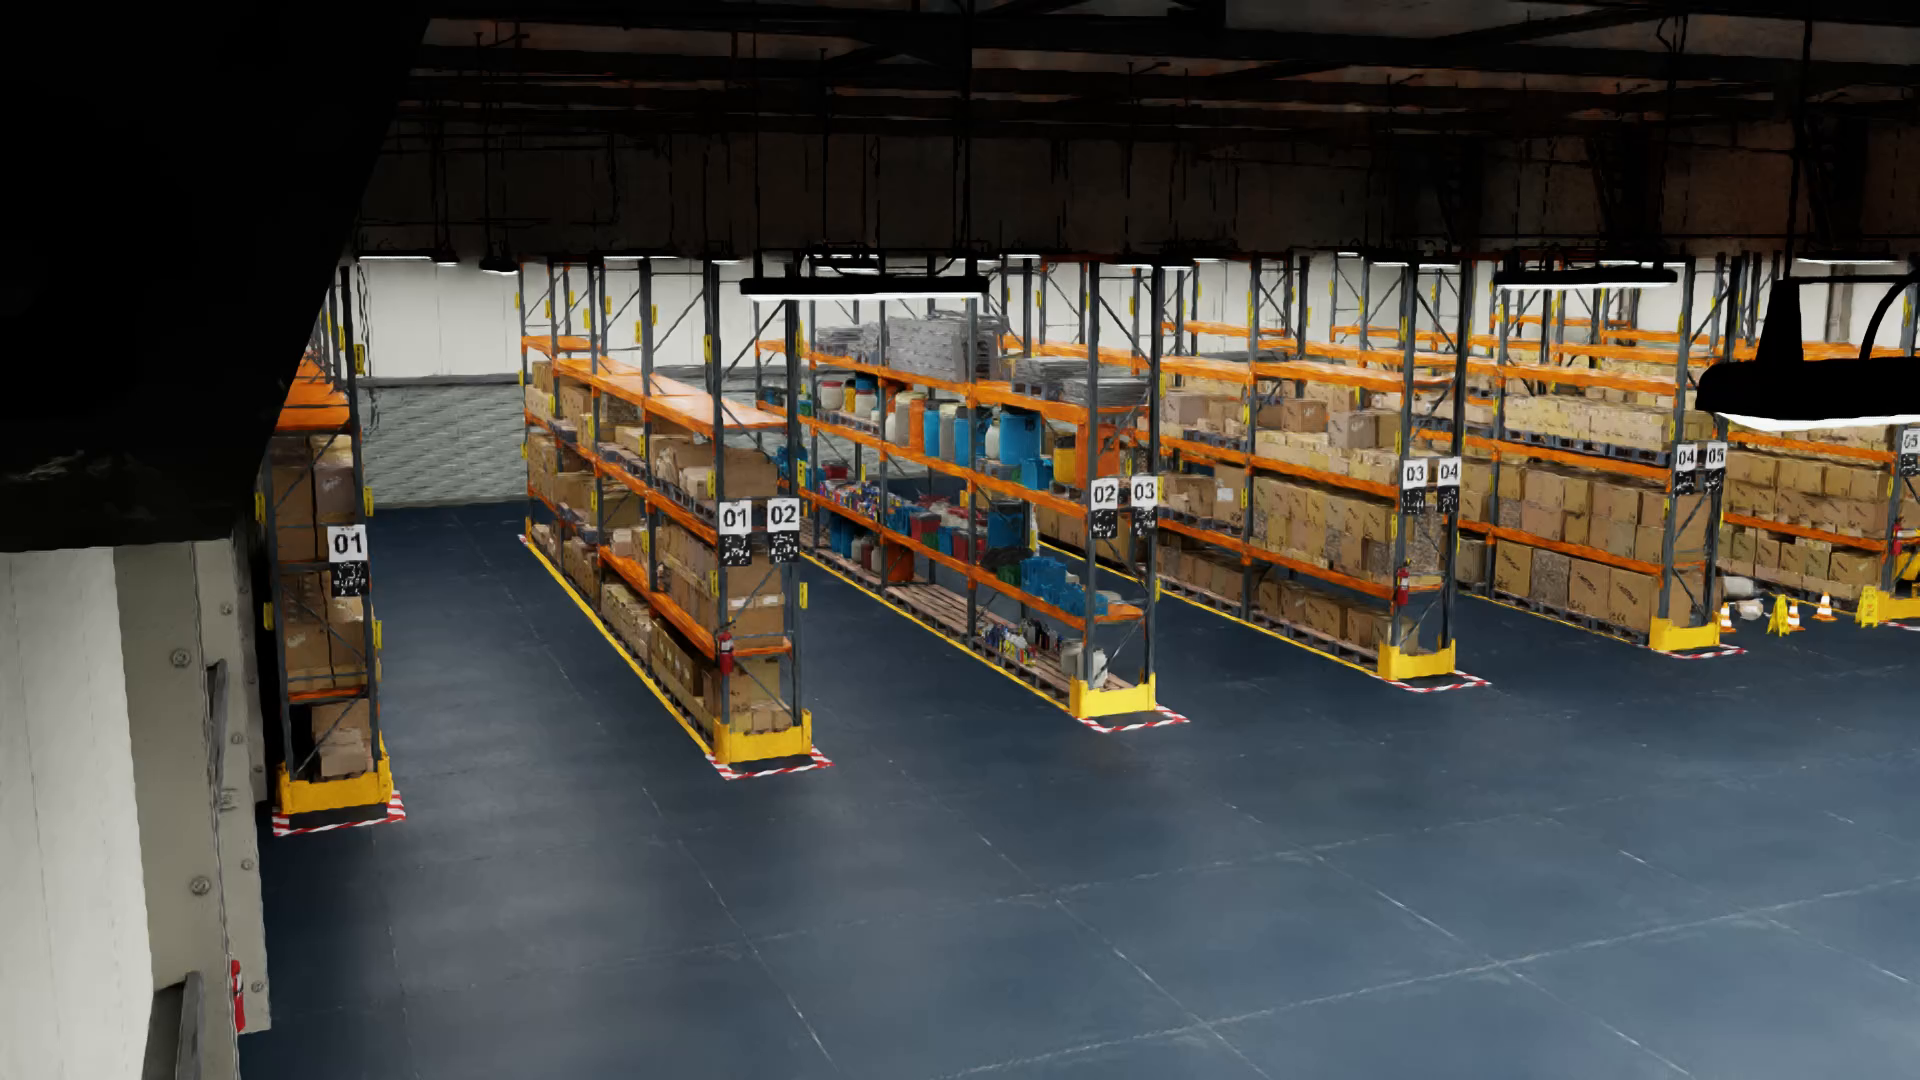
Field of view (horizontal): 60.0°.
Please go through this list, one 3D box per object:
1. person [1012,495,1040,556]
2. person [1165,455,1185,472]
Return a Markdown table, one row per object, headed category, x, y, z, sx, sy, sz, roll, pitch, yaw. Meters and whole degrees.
| category | x | y | z | sx | sy | sz | roll | pitch | yaw |
| --- | --- | --- | --- | --- | --- | --- | --- | --- | --- |
| person | 1.287 | -0.440 | 32.612 | 0.553 | 1.709 | 1.123 | -4 | 11 | -20 |
| person | 5.453 | -2.108 | 41.663 | 0.779 | 1.781 | 0.542 | 9 | 14 | 41 |
